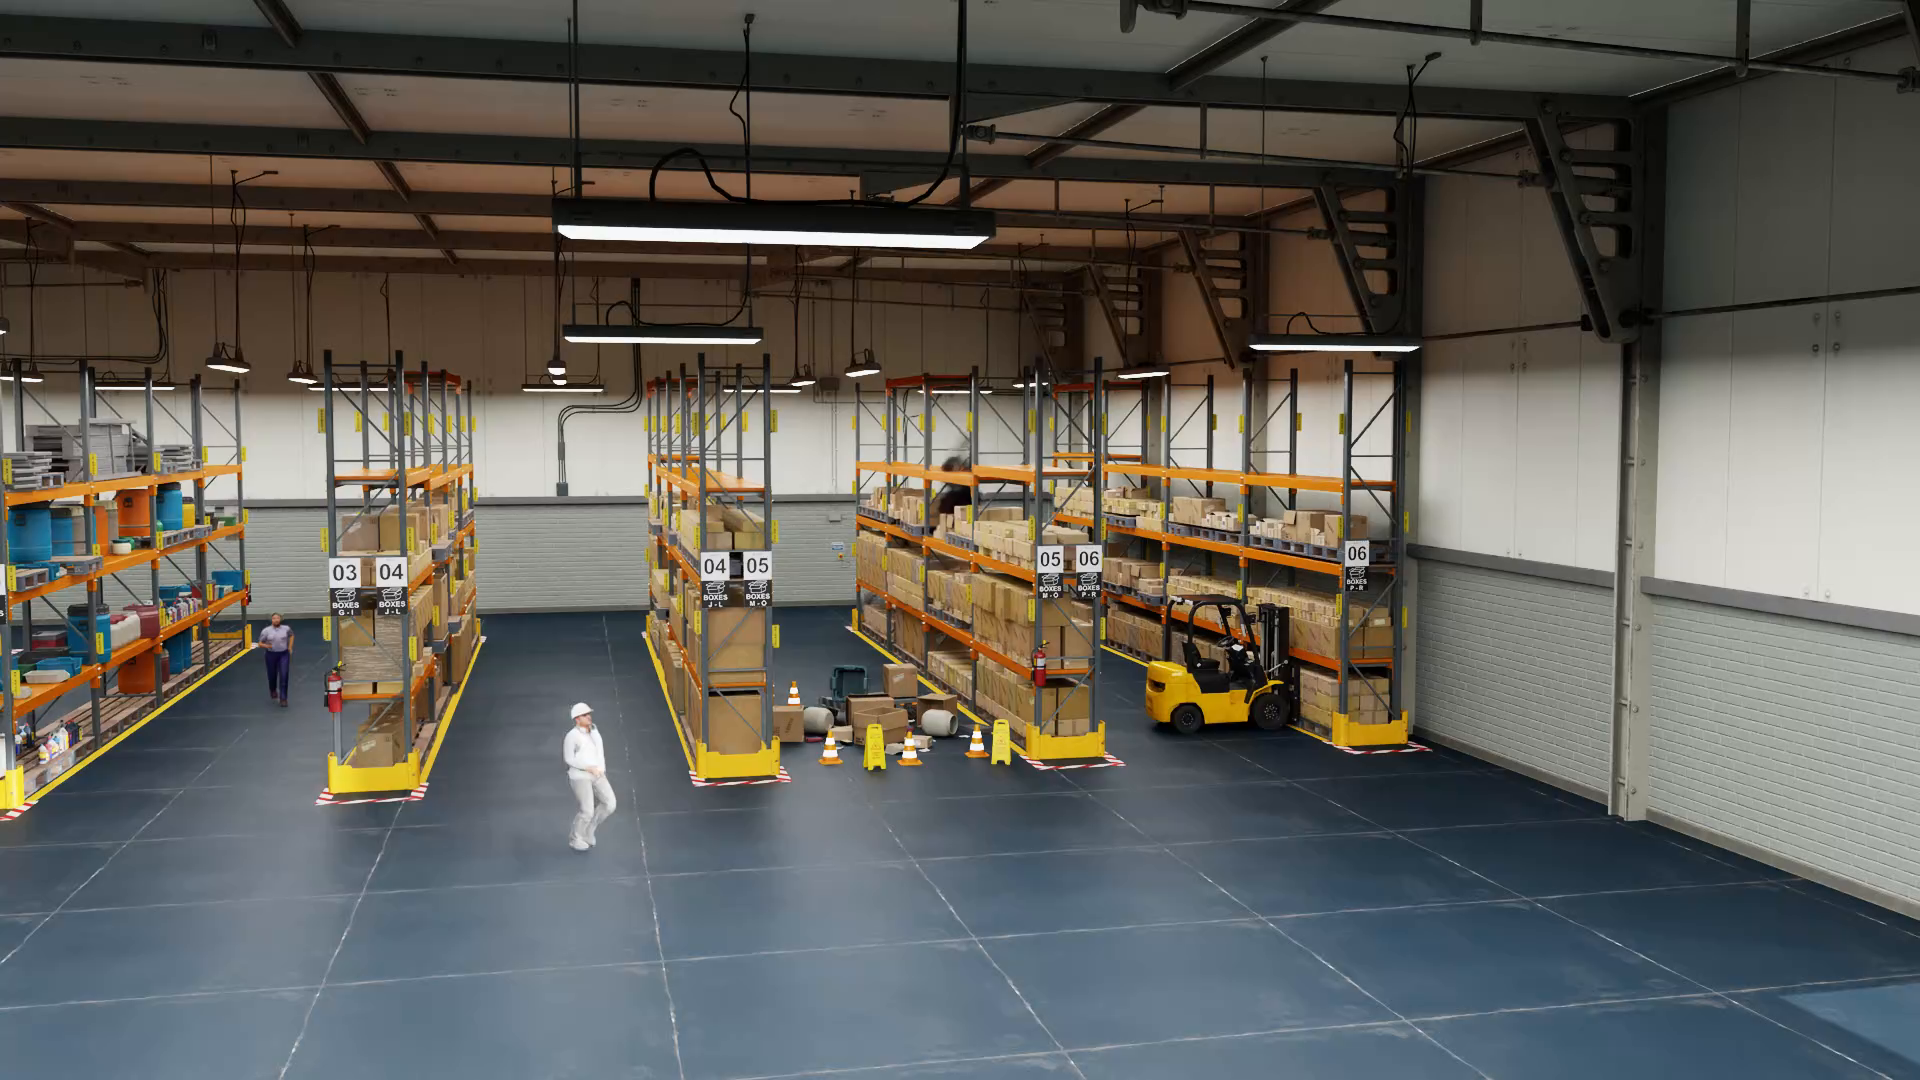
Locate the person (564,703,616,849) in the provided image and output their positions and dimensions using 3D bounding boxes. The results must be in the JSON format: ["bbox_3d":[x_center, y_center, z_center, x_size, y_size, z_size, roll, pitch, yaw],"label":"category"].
[{"bbox_3d":[-4.356,2.772,19.550,0.592,1.729,0.672,2,5,29],"label":"person"}]

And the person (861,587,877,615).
[{"bbox_3d":[-2.249,1.311,41.771,0.742,1.644,0.770,-1,4,-10],"label":"person"}]

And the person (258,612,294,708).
[{"bbox_3d":[-12.146,2.111,29.586,0.606,1.648,0.904,-2,4,-26],"label":"person"}]
